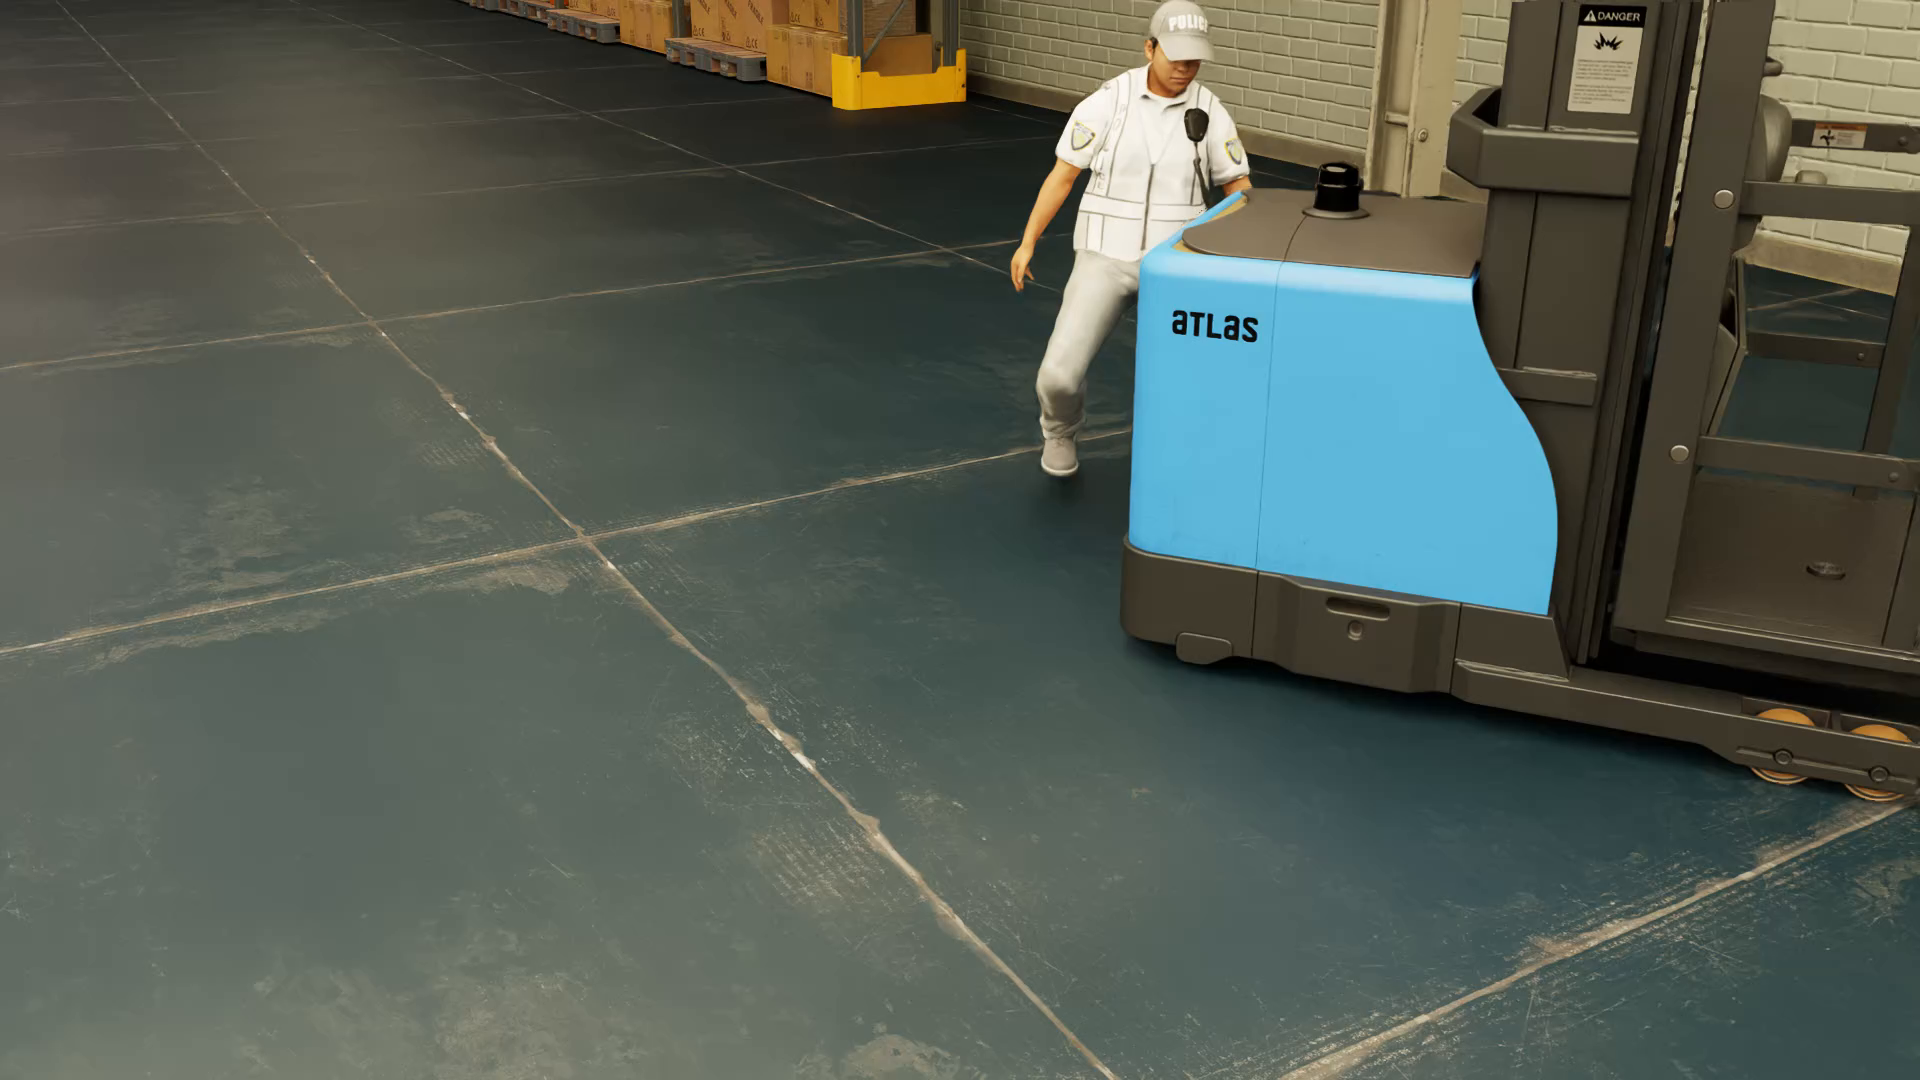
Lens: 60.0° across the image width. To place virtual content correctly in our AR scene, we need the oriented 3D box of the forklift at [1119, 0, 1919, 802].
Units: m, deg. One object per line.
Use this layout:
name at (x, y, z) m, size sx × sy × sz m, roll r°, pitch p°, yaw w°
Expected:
forklift at (1.988, -1.002, 3.715) m, size 3.031 × 2.935 × 1.130 m, roll 9°, pitch 24°, yaw 21°

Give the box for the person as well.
person at (0.583, -0.880, 5.248) m, size 0.850 × 1.575 × 0.544 m, roll 2°, pitch 22°, yaw 4°
